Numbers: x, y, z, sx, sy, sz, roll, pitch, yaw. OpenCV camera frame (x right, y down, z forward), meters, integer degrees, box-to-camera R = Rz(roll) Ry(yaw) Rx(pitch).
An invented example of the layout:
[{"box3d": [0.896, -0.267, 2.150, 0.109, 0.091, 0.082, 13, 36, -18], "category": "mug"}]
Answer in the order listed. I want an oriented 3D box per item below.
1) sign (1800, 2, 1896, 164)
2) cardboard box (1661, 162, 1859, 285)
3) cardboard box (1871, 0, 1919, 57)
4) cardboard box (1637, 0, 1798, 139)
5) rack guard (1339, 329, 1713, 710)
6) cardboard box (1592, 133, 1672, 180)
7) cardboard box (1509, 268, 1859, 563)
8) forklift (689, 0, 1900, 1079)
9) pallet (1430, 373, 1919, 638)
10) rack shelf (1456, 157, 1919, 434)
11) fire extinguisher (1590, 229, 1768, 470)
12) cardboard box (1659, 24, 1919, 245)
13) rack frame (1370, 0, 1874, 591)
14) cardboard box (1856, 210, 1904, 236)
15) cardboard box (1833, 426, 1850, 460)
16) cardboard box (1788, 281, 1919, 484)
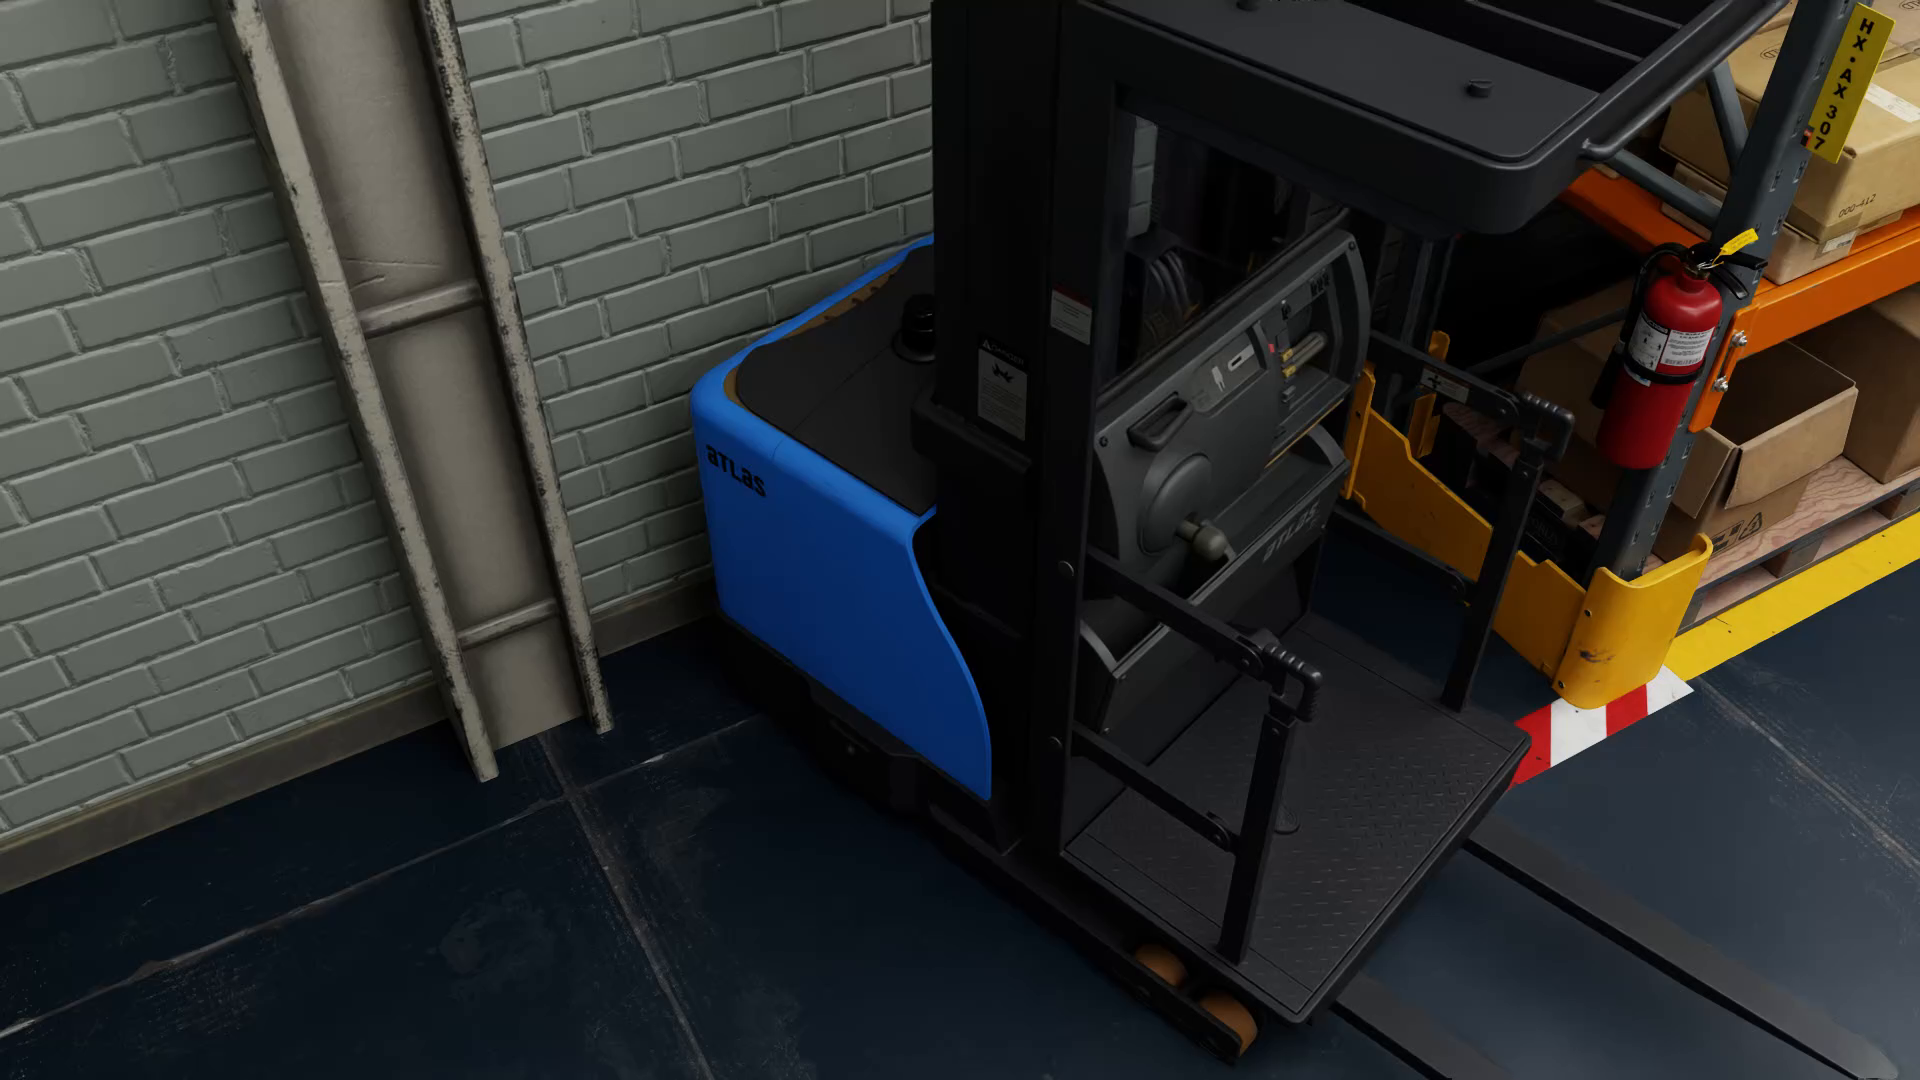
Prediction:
[{"box3d": [1.834, -0.944, 3.448, 0.005, 0.325, 0.100, -22, 48, -21], "category": "sign"}, {"box3d": [1.986, -0.820, 4.121, 0.250, 0.149, 0.380, -22, 48, -21], "category": "cardboard box"}, {"box3d": [2.529, -1.184, 4.210, 0.500, 0.250, 0.500, -21, 48, -21], "category": "cardboard box"}, {"box3d": [1.831, -1.334, 4.365, 0.500, 0.250, 0.500, -20, 48, -20], "category": "cardboard box"}, {"box3d": [1.630, -0.091, 4.985, 0.348, 0.500, 1.175, -22, 48, -21], "category": "rack guard"}, {"box3d": [1.718, -1.148, 4.460, 0.250, 0.149, 0.380, -22, 48, -21], "category": "cardboard box"}, {"box3d": [2.142, -0.371, 4.970, 0.637, 0.503, 0.797, -24, 49, -22], "category": "cardboard box"}, {"box3d": [0.746, -0.233, 3.386, 3.031, 2.935, 1.130, 32, 52, 29], "category": "forklift"}, {"box3d": [2.321, -0.264, 5.371, 1.213, 0.211, 1.003, -22, 48, -21], "category": "pallet"}, {"box3d": [3.298, -1.397, 5.052, 4.000, 0.370, 1.077, -22, 48, -21], "category": "rack shelf"}, {"box3d": [1.667, -0.470, 3.903, 0.183, 0.674, 0.296, -22, 48, -21], "category": "fire extinguisher"}, {"box3d": [2.092, -1.009, 4.030, 0.500, 0.250, 0.500, -22, 48, -21], "category": "cardboard box"}, {"box3d": [1.564, -0.961, 4.087, 0.127, 3.000, 1.000, -22, 48, -21], "category": "rack frame"}, {"box3d": [2.183, -0.936, 4.241, 0.250, 0.149, 0.380, -21, 48, -20], "category": "cardboard box"}, {"box3d": [2.529, -0.368, 5.221, 0.250, 0.149, 0.380, -24, 49, -22], "category": "cardboard box"}, {"box3d": [2.902, -0.643, 5.252, 0.500, 0.500, 0.700, -20, 48, -19], "category": "cardboard box"}]
